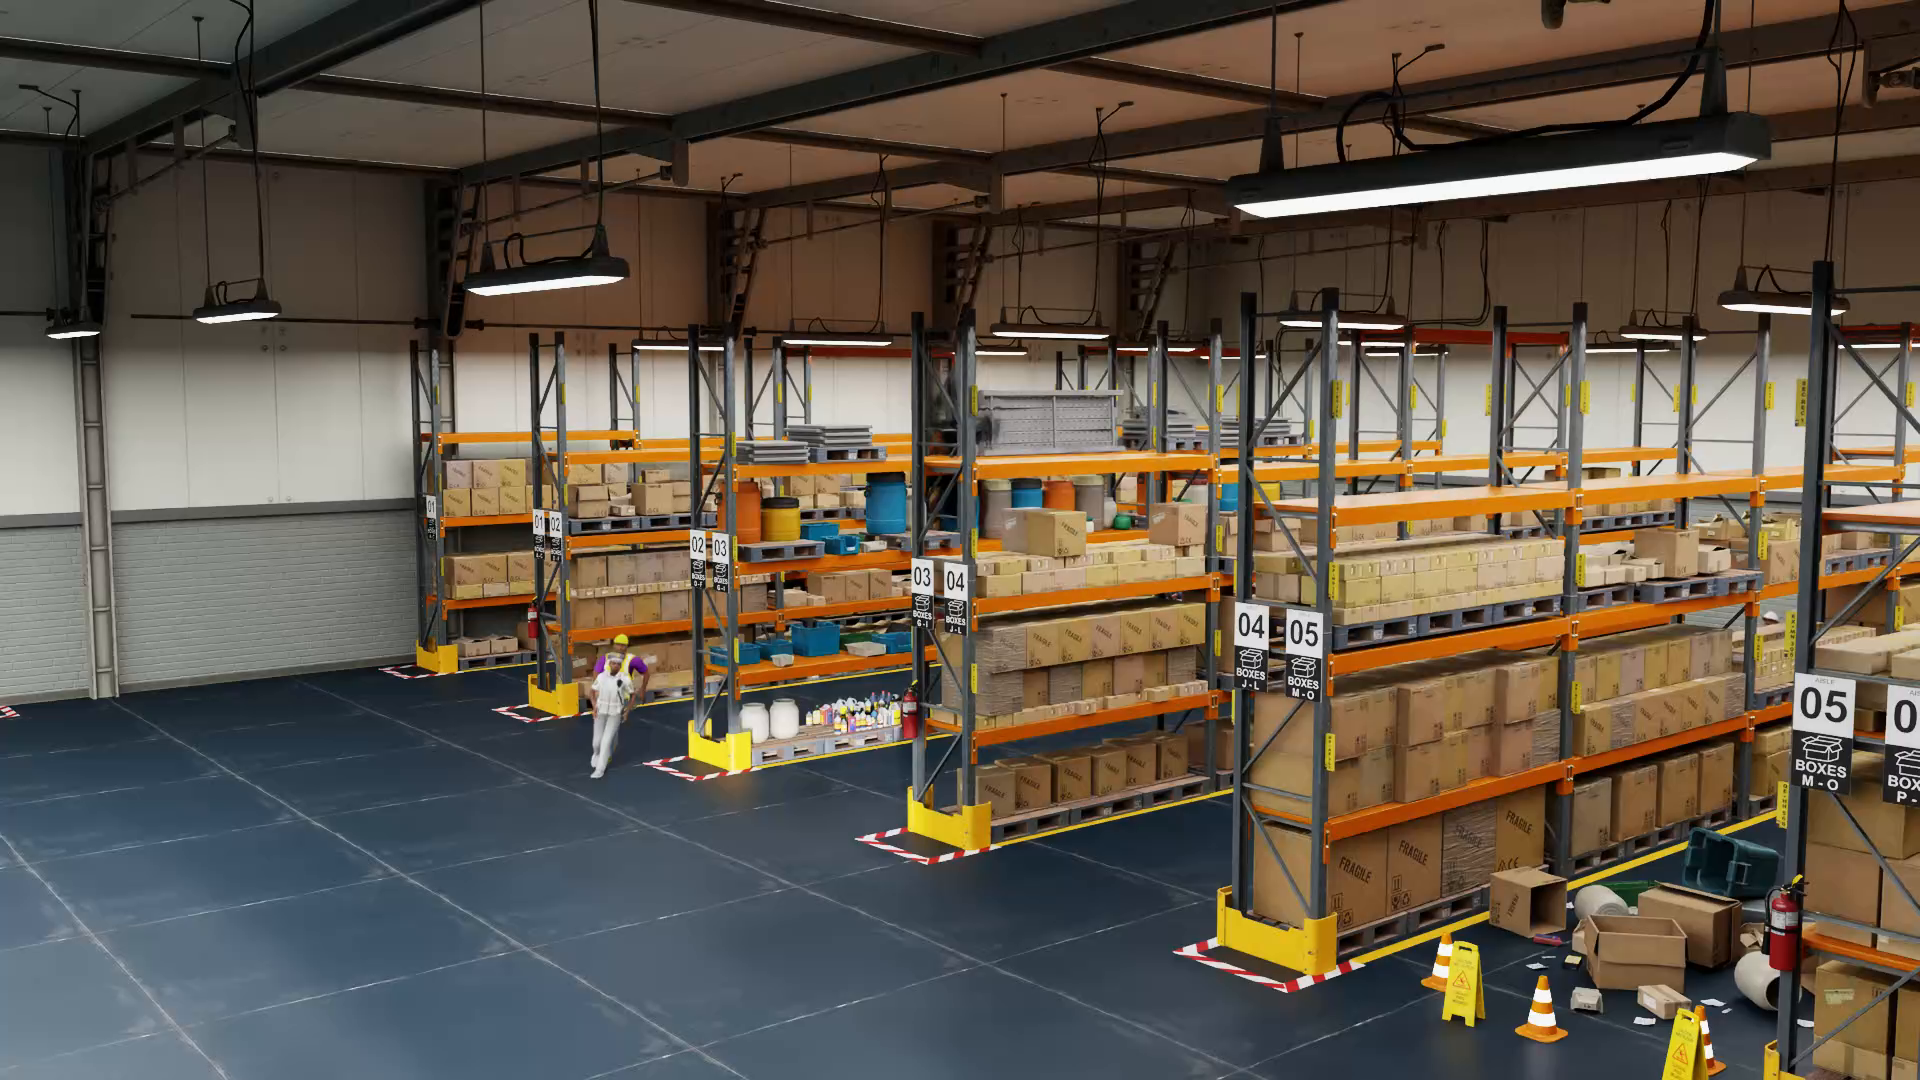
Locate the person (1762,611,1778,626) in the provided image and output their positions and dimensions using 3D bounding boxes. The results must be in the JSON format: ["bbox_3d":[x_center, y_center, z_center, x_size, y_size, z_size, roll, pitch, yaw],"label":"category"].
[{"bbox_3d":[12.157,1.988,24.960,0.738,1.839,0.707,-4,7,-38],"label":"person"}]

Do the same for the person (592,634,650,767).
[{"bbox_3d":[-4.697,2.160,22.779,0.765,1.760,0.905,1,5,13],"label":"person"}]

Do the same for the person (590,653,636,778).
[{"bbox_3d":[-4.633,2.300,22.123,0.652,1.636,0.656,0,5,-3],"label":"person"}]
